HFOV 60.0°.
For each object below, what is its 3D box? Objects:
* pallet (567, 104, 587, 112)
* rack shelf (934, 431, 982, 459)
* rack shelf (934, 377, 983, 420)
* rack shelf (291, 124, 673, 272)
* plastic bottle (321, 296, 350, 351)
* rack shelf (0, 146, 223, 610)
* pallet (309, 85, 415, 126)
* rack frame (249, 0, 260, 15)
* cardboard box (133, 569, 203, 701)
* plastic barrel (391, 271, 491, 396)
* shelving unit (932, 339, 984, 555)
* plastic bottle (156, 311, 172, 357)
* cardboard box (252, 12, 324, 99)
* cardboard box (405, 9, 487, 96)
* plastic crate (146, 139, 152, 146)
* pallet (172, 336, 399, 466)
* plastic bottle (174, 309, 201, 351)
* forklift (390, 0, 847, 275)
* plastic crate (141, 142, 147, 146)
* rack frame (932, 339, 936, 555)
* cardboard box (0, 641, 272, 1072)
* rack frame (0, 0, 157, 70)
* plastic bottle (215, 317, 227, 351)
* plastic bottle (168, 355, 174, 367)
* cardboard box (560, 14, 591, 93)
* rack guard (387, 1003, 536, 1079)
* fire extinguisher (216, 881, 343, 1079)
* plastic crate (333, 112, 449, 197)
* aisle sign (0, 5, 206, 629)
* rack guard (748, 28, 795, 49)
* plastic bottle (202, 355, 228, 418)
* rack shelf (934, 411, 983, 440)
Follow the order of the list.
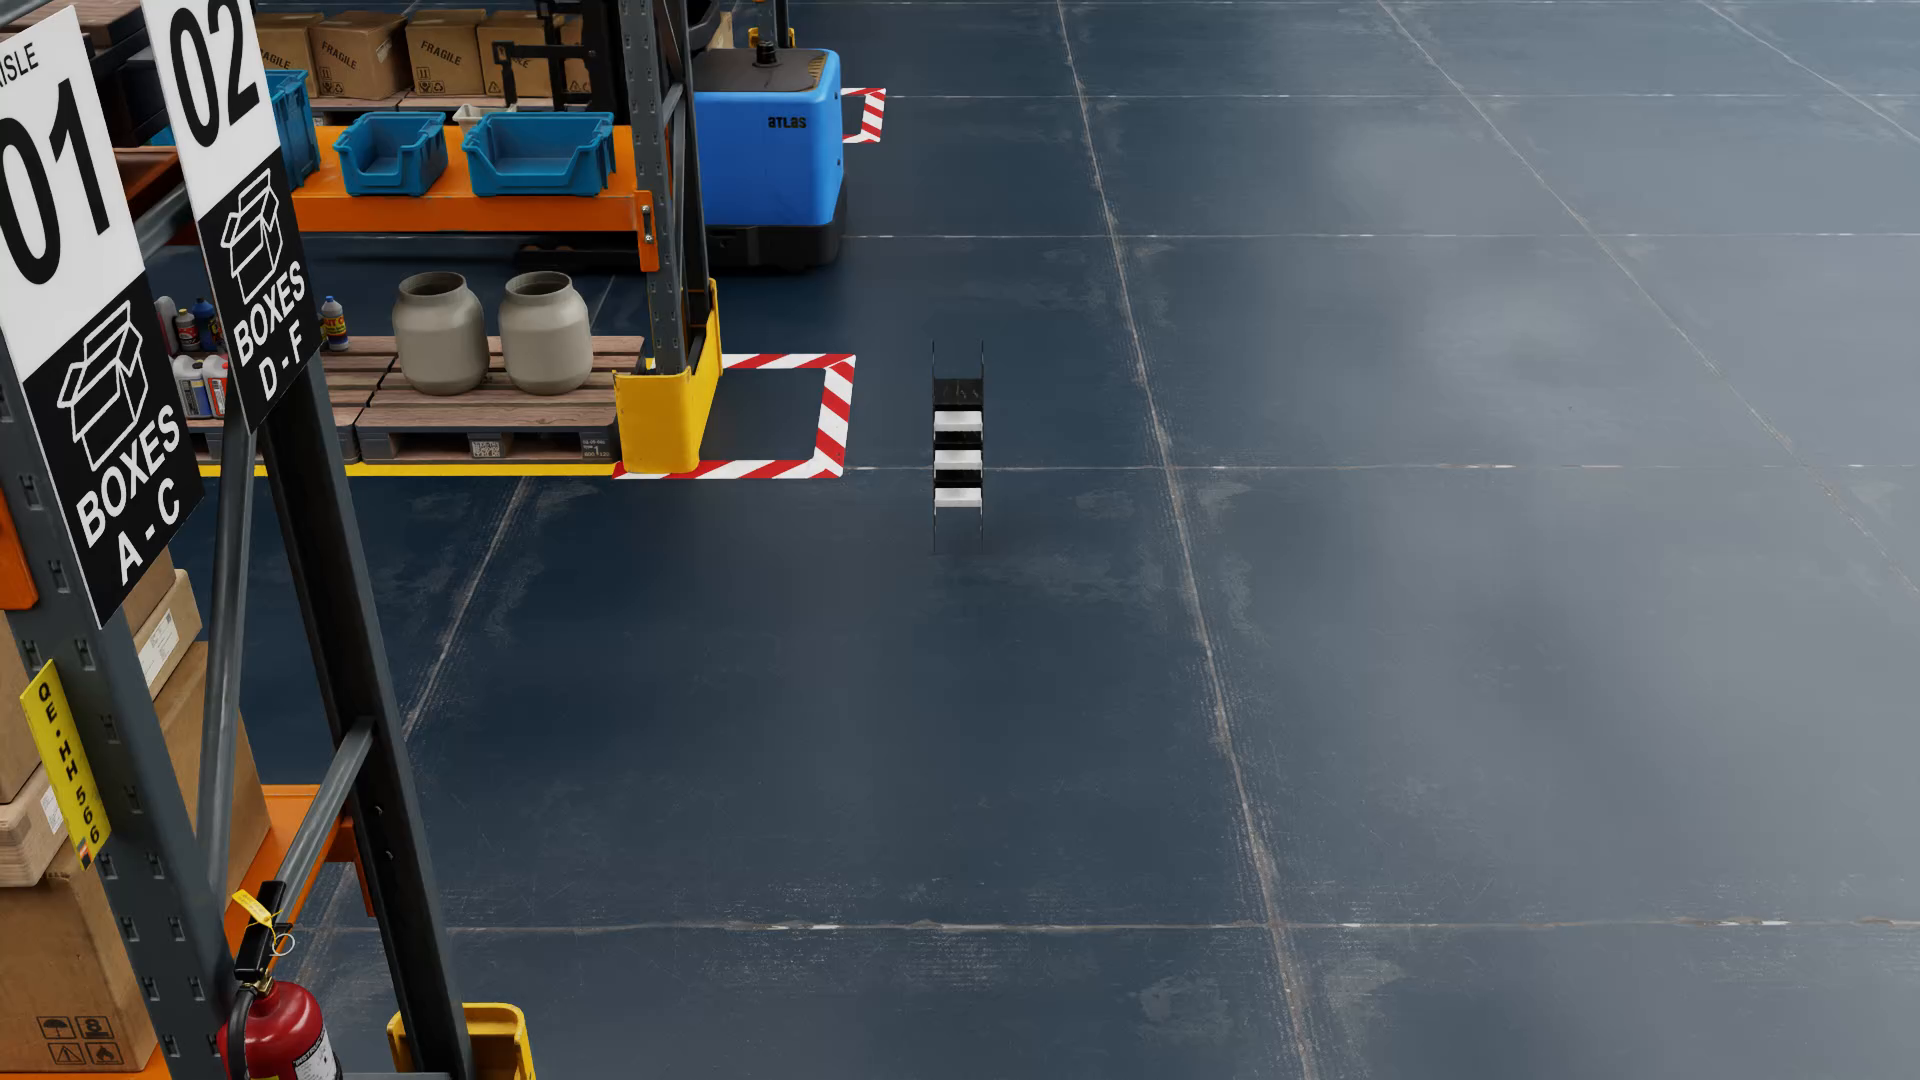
[{"bbox_3d":[-2.253,-3.312,12.506,1.213,0.211,1.003,0,31,0],"label":"pallet"},{"bbox_3d":[-0.008,-0.433,6.987,0.200,0.077,0.258,0,31,0],"label":"rack shelf"},{"bbox_3d":[-0.008,-0.587,6.894,0.200,0.077,0.258,0,31,0],"label":"rack shelf"},{"bbox_3d":[-3.335,-1.606,7.699,4.000,0.370,1.077,0,31,0],"label":"rack shelf"},{"bbox_3d":[-3.150,-1.097,8.373,0.097,0.271,0.097,0,31,0],"label":"plastic bottle"},{"bbox_3d":[-3.309,-0.319,2.686,4.000,0.370,1.077,0,31,0],"label":"rack shelf"},{"bbox_3d":[-4.693,-3.305,12.493,1.213,0.211,1.003,0,31,0],"label":"pallet"},{"bbox_3d":[-5.365,-4.476,11.736,0.127,3.000,1.000,0,31,0],"label":"rack frame"},{"bbox_3d":[-1.702,0.219,3.276,0.250,0.149,0.380,0,31,-1],"label":"cardboard box"},{"bbox_3d":[-2.494,-0.992,7.988,0.421,0.512,0.421,0,31,0],"label":"plastic barrel"},{"bbox_3d":[-0.008,-0.385,7.017,0.210,0.900,0.258,0,31,0],"label":"shelving unit"},{"bbox_3d":[-4.014,-1.030,8.251,0.133,0.283,0.061,0,31,0],"label":"plastic bottle"},{"bbox_3d":[-4.964,-3.568,12.244,0.500,0.500,0.500,-1,31,-2],"label":"cardboard box"},{"bbox_3d":[-3.771,-3.616,12.323,0.500,0.500,0.500,-3,31,-5],"label":"cardboard box"},{"bbox_3d":[-3.712,-1.931,7.795,0.437,0.136,0.530,0,31,0],"label":"plastic crate"},{"bbox_3d":[-3.440,-0.701,8.202,1.213,0.211,1.003,0,31,0],"label":"pallet"},{"bbox_3d":[-3.897,-1.065,8.387,0.097,0.201,0.097,0,31,0],"label":"plastic bottle"},{"bbox_3d":[-2.242,-3.094,9.525,3.031,2.935,1.130,1,31,1],"label":"forklift"},{"bbox_3d":[-3.976,-1.675,7.322,0.662,0.188,0.450,0,31,0],"label":"plastic crate"},{"bbox_3d":[-0.110,-0.384,7.016,0.006,0.900,0.240,0,31,0],"label":"rack frame"},{"bbox_3d":[-1.776,0.602,3.270,0.500,0.500,0.700,0,31,0],"label":"cardboard box"},{"bbox_3d":[-1.309,-1.915,1.731,0.127,3.000,1.000,0,31,0],"label":"rack frame"},{"bbox_3d":[-3.692,-1.066,8.388,0.097,0.201,0.097,0,31,0],"label":"plastic bottle"},{"bbox_3d":[-3.725,-0.753,7.728,0.185,0.351,0.144,1,31,2],"label":"plastic bottle"},{"bbox_3d":[-2.587,-3.587,12.275,0.500,0.500,0.500,8,32,13],"label":"cardboard box"},{"bbox_3d":[-1.285,1.718,3.936,0.348,0.500,1.175,0,31,0],"label":"rack guard"},{"bbox_3d":[-1.188,0.923,2.911,0.183,0.674,0.296,0,31,0],"label":"fire extinguisher"},{"bbox_3d":[-2.483,-1.700,7.304,0.408,0.251,0.499,0,31,0],"label":"plastic crate"},{"bbox_3d":[-1.241,-0.310,2.363,0.004,0.787,0.394,0,31,0],"label":"aisle sign"},{"bbox_3d":[-1.441,-3.420,12.405,0.348,0.500,1.175,0,31,0],"label":"rack guard"},{"bbox_3d":[-3.421,-0.724,7.753,0.135,0.276,0.152,0,31,0],"label":"plastic bottle"},{"bbox_3d":[-0.008,-0.510,6.940,0.200,0.077,0.258,0,31,0],"label":"rack shelf"}]
